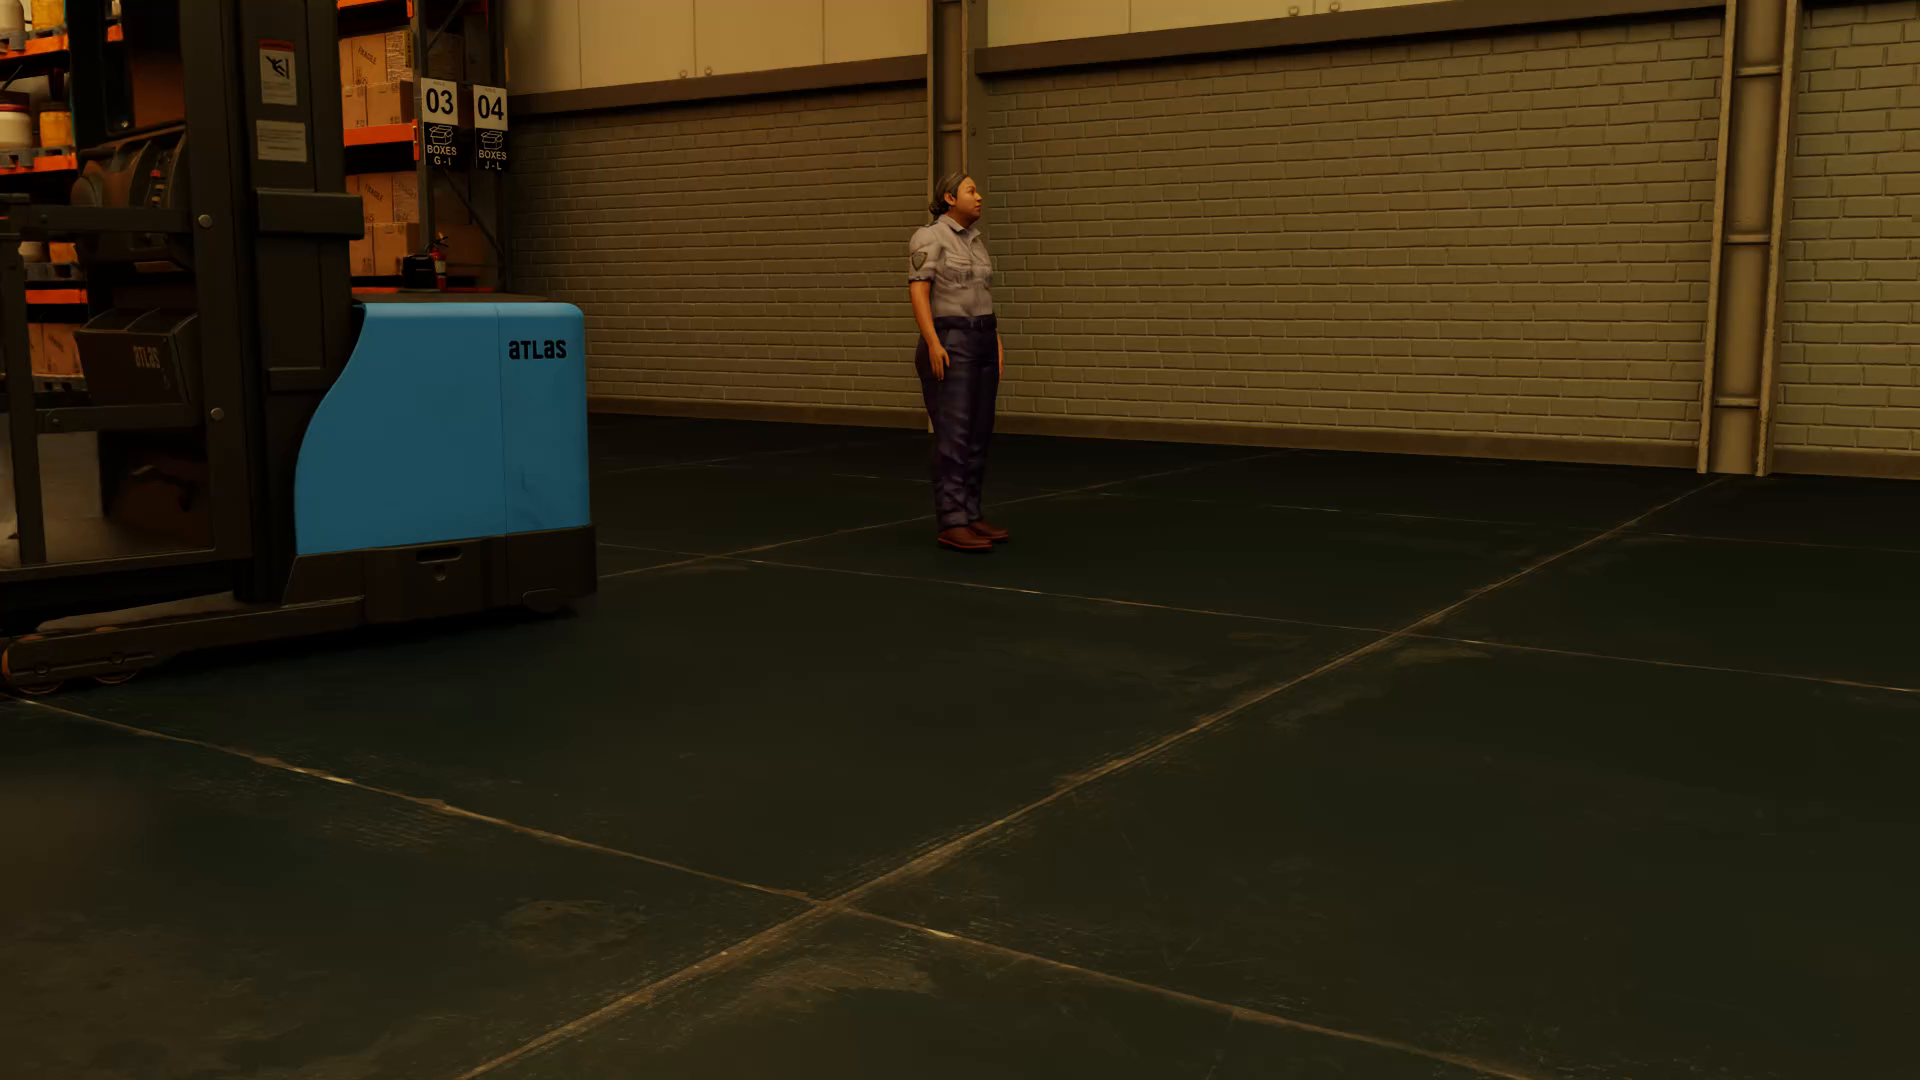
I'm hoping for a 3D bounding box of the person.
[{"bbox_3d":[0.061,-0.814,7.418,0.503,1.651,0.598,5,10,34],"label":"person"}]

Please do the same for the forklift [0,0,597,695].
[{"bbox_3d":[-2.693,-1.105,4.962,3.031,2.935,1.130,-7,11,-42],"label":"forklift"}]
